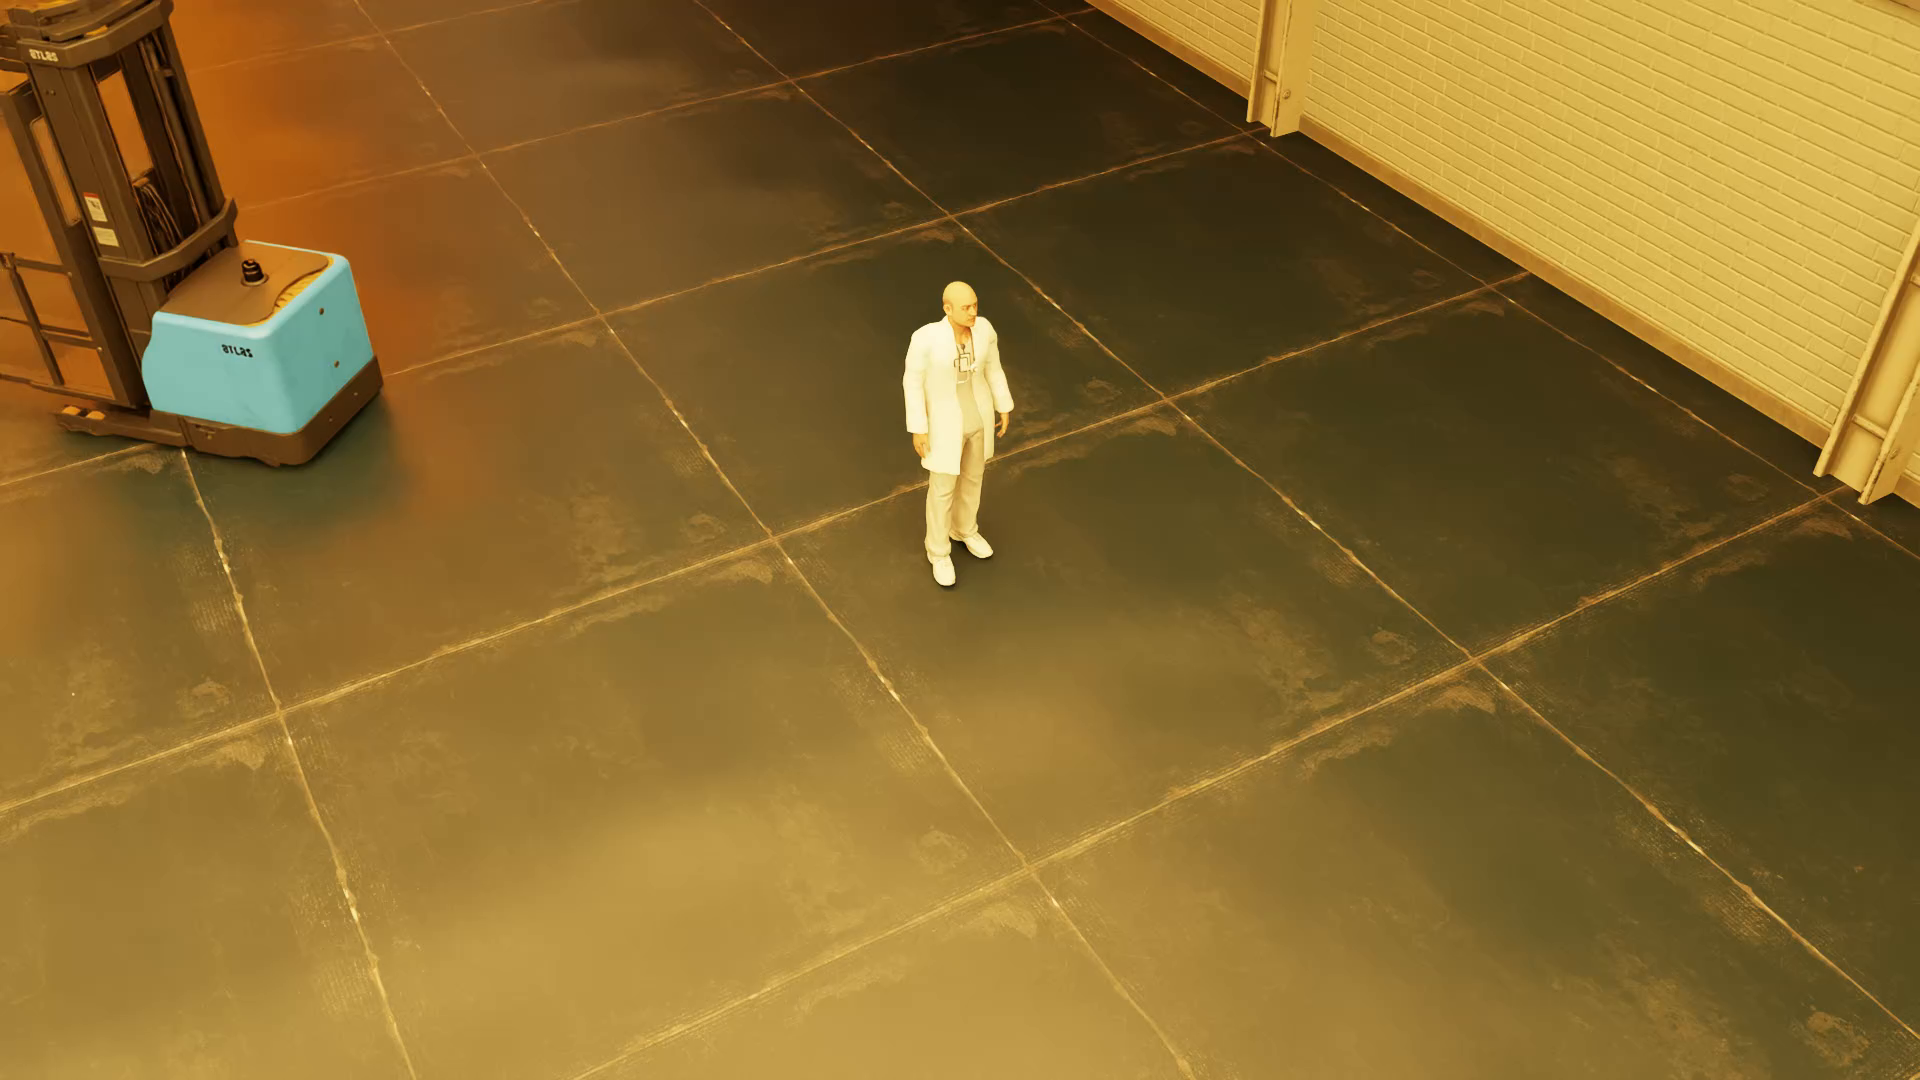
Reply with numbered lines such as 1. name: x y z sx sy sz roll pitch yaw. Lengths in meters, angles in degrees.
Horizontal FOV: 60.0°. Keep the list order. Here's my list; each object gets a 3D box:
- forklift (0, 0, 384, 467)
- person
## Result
1. forklift: -5.565 -2.138 10.614 3.031 2.935 1.130 11 41 13
2. person: 0.043 -0.638 9.697 0.698 1.777 0.578 -20 44 -23
